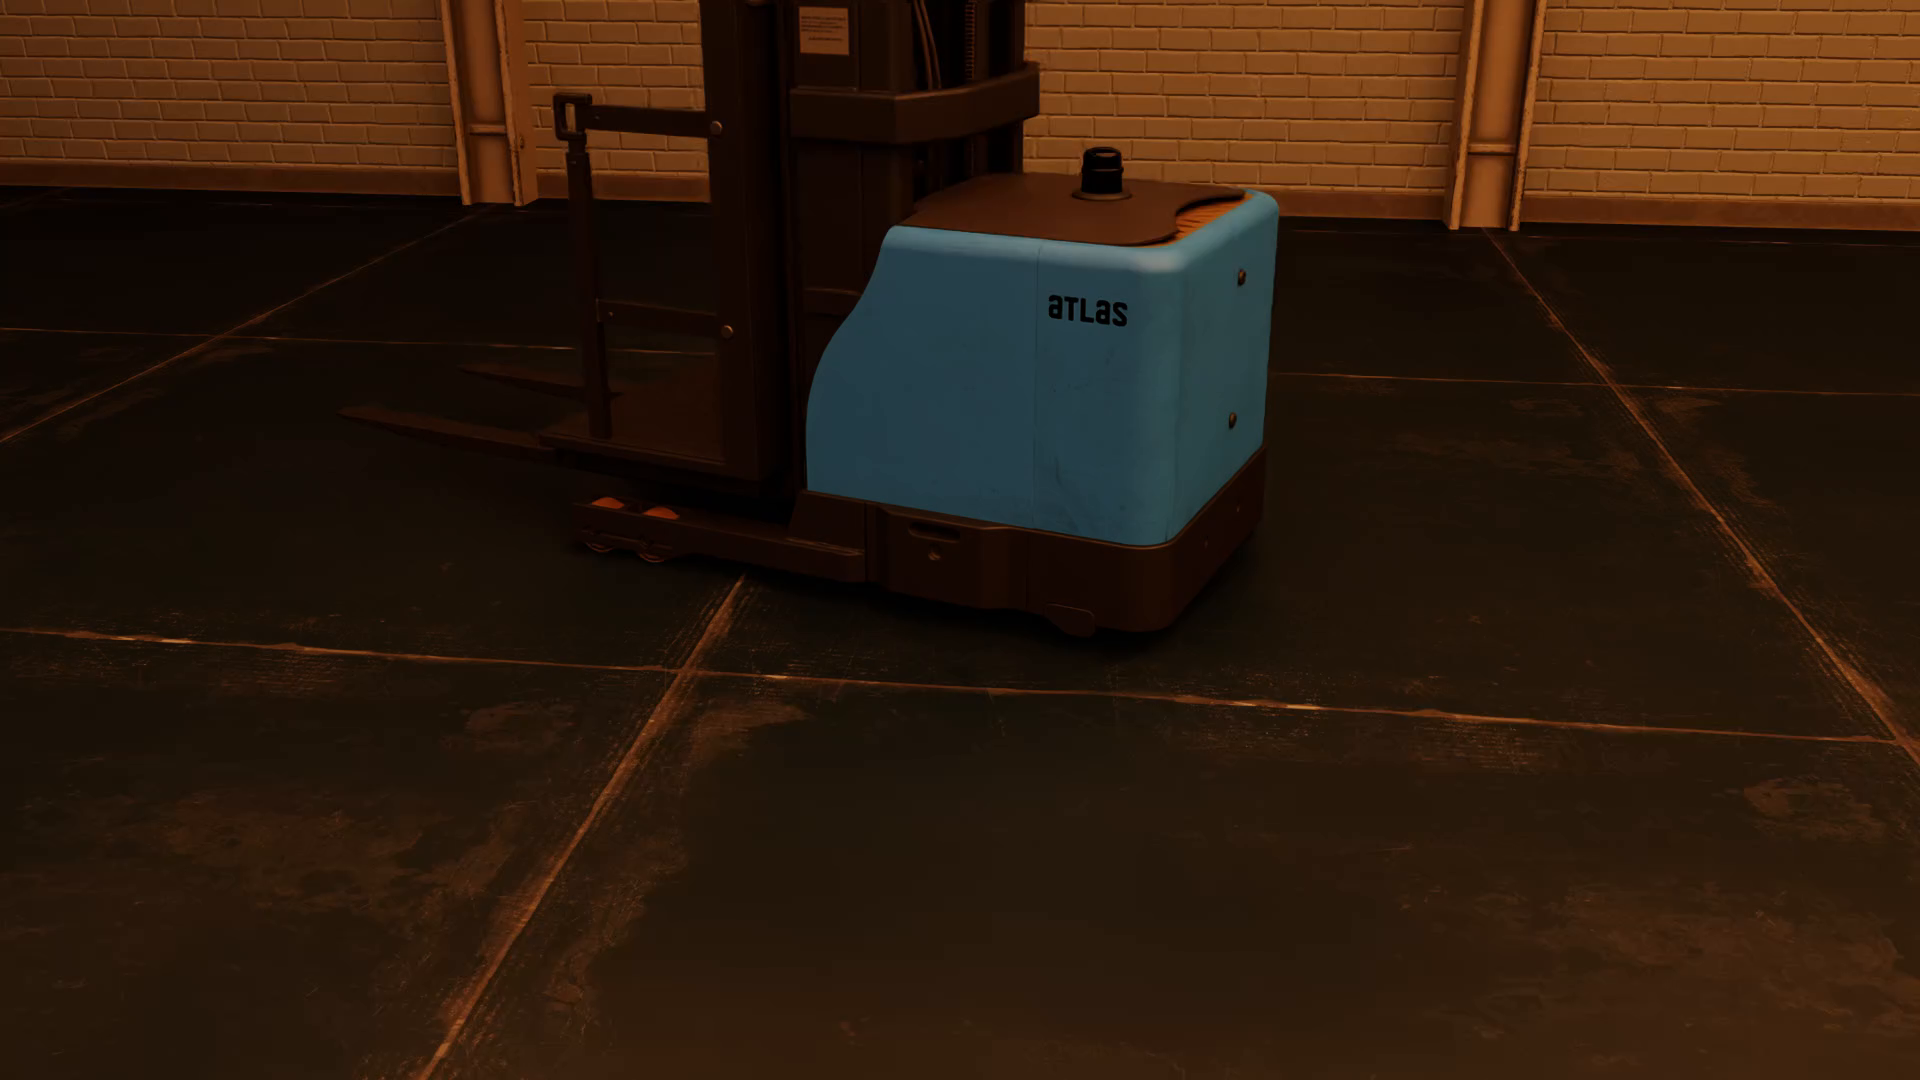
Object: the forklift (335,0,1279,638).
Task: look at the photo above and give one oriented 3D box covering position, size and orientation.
[{"bbox_3d":[-0.620,-1.456,4.869,3.031,2.935,1.130,10,24,24],"label":"forklift"}]
